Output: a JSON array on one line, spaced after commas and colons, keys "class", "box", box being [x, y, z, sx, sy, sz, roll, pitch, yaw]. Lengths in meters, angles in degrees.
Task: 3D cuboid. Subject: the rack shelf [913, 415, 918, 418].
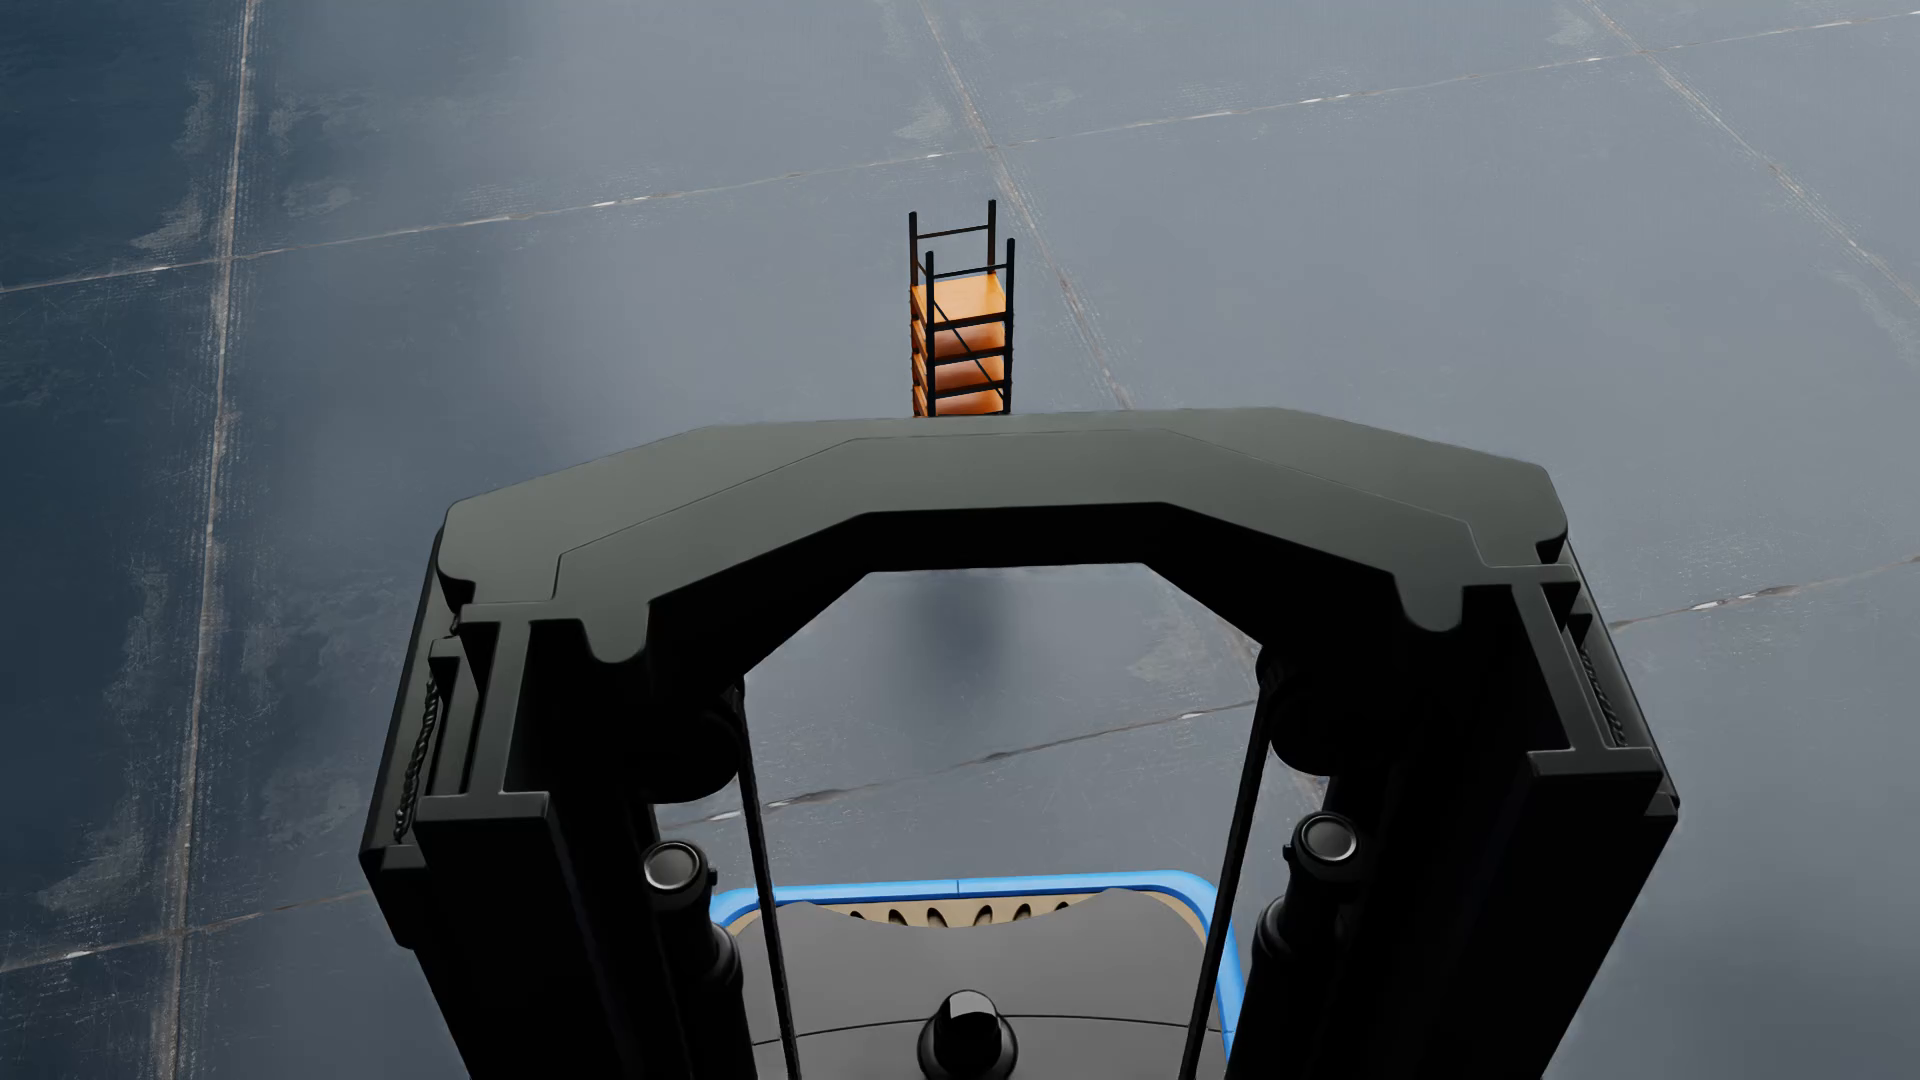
[{"class": "rack shelf", "box": [0.004, -0.295, 4.929, 0.258, 0.103, 0.180, -11, 47, -10]}]

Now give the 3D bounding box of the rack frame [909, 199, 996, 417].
[{"class": "rack frame", "box": [-0.020, -0.473, 4.874, 0.240, 1.200, 0.006, -11, 47, -10]}]

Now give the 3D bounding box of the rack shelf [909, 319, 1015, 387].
[{"class": "rack shelf", "box": [0.004, -0.547, 4.672, 0.258, 0.103, 0.180, -11, 47, -10]}]

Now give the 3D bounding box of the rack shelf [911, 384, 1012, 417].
[{"class": "rack shelf", "box": [0.004, -0.379, 4.843, 0.258, 0.103, 0.180, -11, 47, -10]}]

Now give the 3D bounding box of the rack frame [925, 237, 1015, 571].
[{"class": "rack frame", "box": [0.027, -0.347, 4.750, 0.240, 1.200, 0.006, -11, 47, -10]}]

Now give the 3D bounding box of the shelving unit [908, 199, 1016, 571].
[{"class": "shelving unit", "box": [0.004, -0.410, 4.812, 0.258, 1.200, 0.189, -11, 47, -10]}]

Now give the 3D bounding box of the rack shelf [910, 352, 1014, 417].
[{"class": "rack shelf", "box": [0.004, -0.463, 4.758, 0.258, 0.103, 0.180, -11, 47, -10]}]

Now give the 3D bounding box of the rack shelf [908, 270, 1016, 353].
[{"class": "rack shelf", "box": [0.004, -0.631, 4.586, 0.258, 0.103, 0.180, -11, 47, -10]}]
